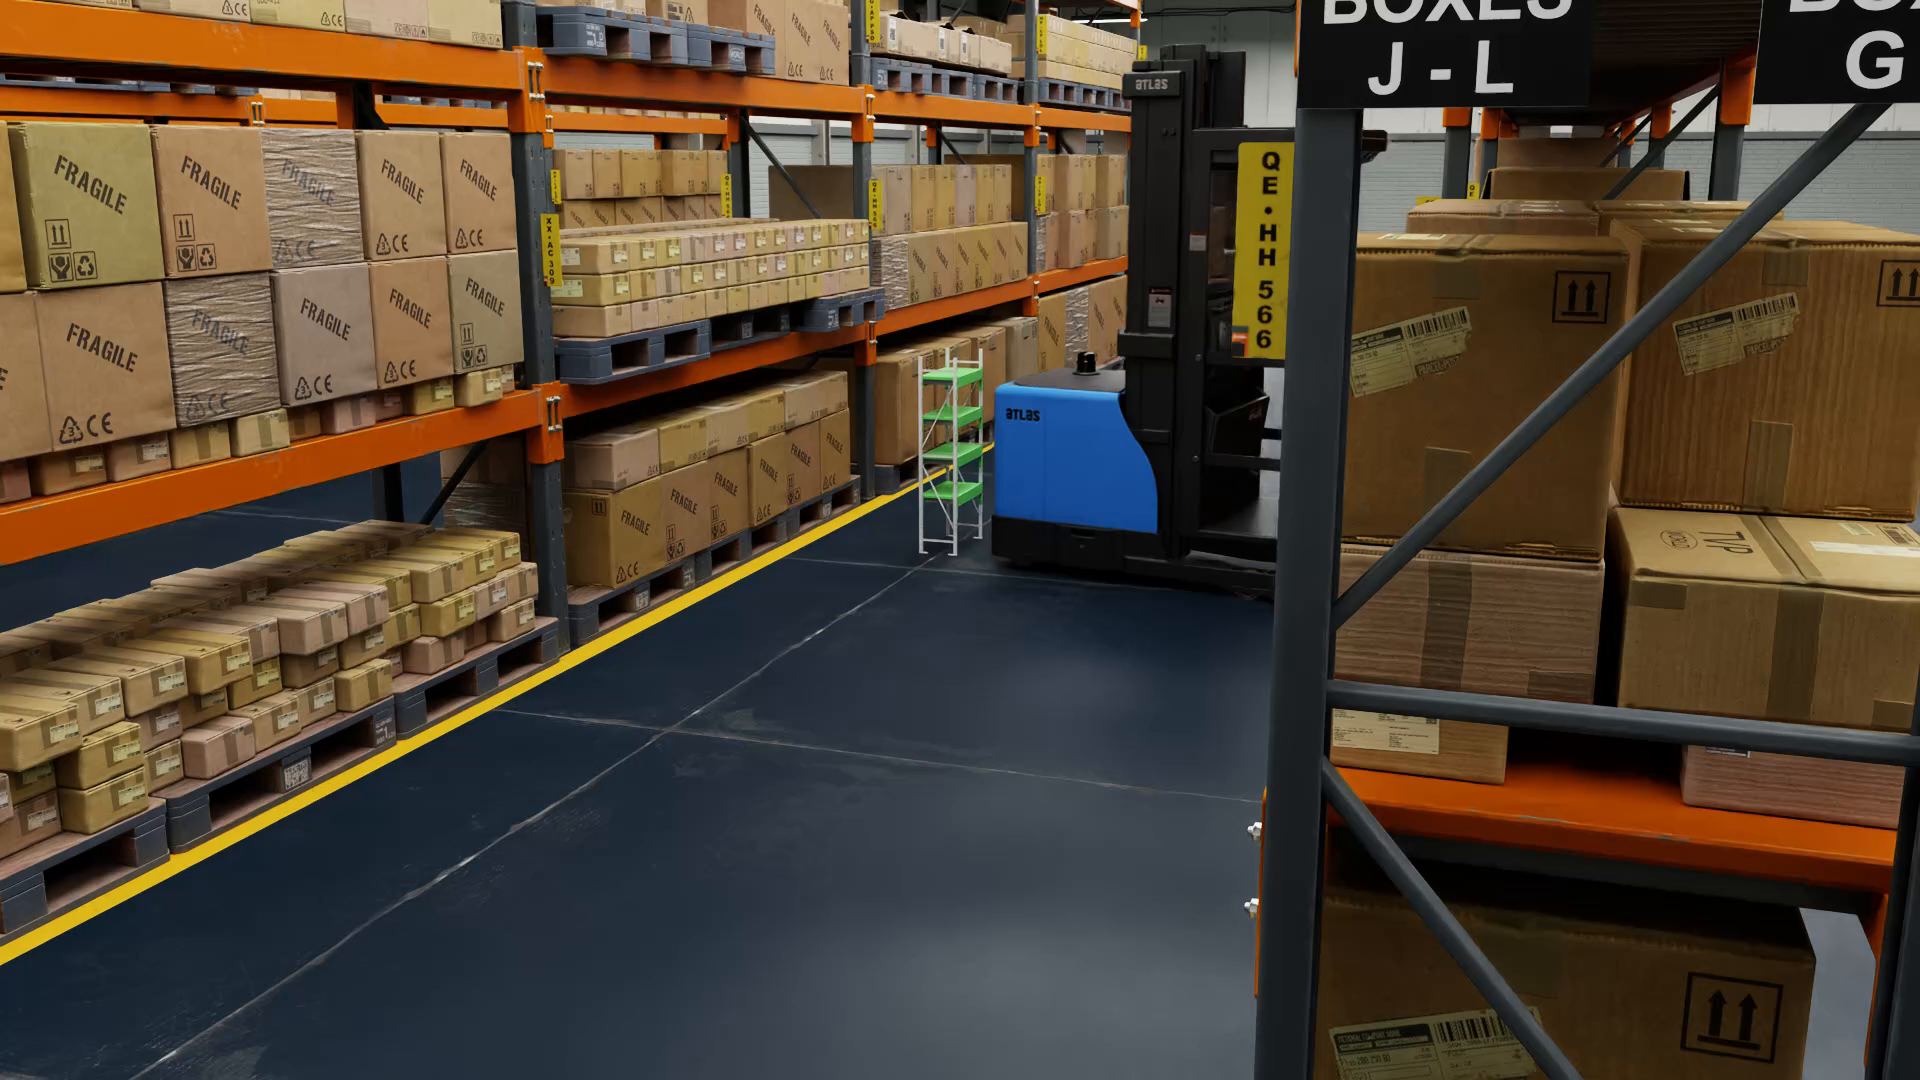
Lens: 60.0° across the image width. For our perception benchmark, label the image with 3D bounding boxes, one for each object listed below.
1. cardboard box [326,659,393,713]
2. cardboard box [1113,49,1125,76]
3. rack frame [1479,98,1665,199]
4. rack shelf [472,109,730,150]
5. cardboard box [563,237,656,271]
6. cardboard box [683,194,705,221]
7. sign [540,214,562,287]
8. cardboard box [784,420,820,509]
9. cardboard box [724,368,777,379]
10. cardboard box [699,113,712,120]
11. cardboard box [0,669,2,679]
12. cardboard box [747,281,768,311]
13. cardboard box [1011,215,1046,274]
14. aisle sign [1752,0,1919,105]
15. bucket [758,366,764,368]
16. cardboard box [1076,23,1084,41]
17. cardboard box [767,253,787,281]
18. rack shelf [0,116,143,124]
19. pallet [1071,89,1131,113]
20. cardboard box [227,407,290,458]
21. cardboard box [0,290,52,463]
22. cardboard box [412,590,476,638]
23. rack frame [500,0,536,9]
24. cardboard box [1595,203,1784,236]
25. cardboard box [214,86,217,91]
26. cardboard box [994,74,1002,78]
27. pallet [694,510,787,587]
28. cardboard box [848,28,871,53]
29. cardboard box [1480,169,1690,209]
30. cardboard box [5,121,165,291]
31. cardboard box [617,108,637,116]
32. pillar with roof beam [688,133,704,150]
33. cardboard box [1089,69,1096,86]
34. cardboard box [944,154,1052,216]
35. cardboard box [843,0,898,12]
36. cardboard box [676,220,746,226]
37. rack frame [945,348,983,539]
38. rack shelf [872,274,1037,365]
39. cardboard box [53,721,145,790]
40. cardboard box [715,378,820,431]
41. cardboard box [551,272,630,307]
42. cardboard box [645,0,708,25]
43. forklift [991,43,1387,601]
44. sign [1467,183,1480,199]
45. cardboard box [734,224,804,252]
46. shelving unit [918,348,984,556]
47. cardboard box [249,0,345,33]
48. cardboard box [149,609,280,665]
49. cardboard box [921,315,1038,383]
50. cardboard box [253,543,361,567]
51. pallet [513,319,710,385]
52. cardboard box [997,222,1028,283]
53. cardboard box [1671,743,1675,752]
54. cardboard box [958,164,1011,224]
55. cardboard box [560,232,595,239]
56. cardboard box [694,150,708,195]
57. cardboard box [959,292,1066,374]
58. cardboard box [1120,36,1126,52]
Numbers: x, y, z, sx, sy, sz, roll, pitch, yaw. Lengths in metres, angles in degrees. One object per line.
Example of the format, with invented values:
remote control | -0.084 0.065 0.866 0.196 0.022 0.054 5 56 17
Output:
cardboard box | -2.526 0.571 6.707 0.380 0.149 0.250 4 14 18
cardboard box | 1.439 -5.025 17.522 0.500 0.250 0.500 4 14 19
rack frame | 3.568 -1.403 9.893 1.000 3.000 0.127 4 14 18
rack shelf | -3.867 -4.491 18.300 1.077 0.370 4.000 4 14 18
cardboard box | -1.739 -1.420 8.253 0.380 0.149 0.250 5 14 20
cardboard box | -3.302 -3.755 19.307 0.500 0.500 0.500 4 14 19
sign | -1.871 -1.324 7.600 0.100 0.325 0.005 4 14 18
cardboard box | -1.229 -0.501 10.615 0.500 0.500 0.500 5 14 21
cardboard box | -1.545 -1.005 11.139 0.500 0.250 0.500 4 13 16
cardboard box | -3.121 -4.991 19.436 0.380 0.149 0.250 4 14 19
cardboard box | -3.506 0.506 5.655 0.380 0.149 0.250 4 13 16
cardboard box | -1.322 -1.399 9.498 0.380 0.149 0.250 4 13 16
cardboard box | 0.310 -2.775 15.568 0.875 0.550 0.550 4 14 18
aisle sign | 1.240 -0.949 2.063 0.394 0.787 0.004 4 14 18
bucket | -1.936 -1.963 16.289 0.726 0.611 0.620 10 26 38
cardboard box | 0.969 -4.873 15.958 0.380 0.149 0.250 5 14 19
cardboard box | -1.237 -1.600 9.709 0.380 0.149 0.250 5 14 20
rack shelf | -9.860 -4.006 16.173 1.077 0.370 4.000 4 14 18
pallet | 1.266 -4.728 17.919 1.003 0.211 1.213 4 14 18
cardboard box | -2.695 -0.405 6.087 0.380 0.149 0.250 5 14 20
cardboard box | -3.125 -0.480 4.955 0.500 0.500 0.500 4 14 19
cardboard box | -2.333 0.306 7.201 0.380 0.149 0.250 4 13 16
rack frame | -2.387 -3.864 7.193 1.000 3.000 0.127 4 14 18
cardboard box | 2.212 -0.777 5.134 0.500 0.500 0.500 4 14 19
cardboard box | -5.906 -3.538 13.070 0.380 0.149 0.250 4 14 18
cardboard box | 0.181 -4.424 15.785 0.380 0.149 0.250 5 14 19
pallet | -1.743 -0.001 10.019 1.003 0.211 1.213 4 14 18
cardboard box | -0.833 -3.433 11.445 0.380 0.149 0.250 4 13 16
cardboard box | 2.473 -1.233 6.672 0.797 0.503 0.637 4 13 17
cardboard box | -2.938 -1.068 5.286 0.500 0.500 0.500 4 13 17
cardboard box | -3.682 -4.612 17.775 0.380 0.149 0.250 4 13 17
pillar with roof beam | -1.040 -9.217 30.648 9.100 9.000 0.400 4 14 18
cardboard box | 1.133 -4.589 16.509 0.380 0.149 0.250 5 14 19
cardboard box | 0.354 -3.298 15.433 0.875 0.550 0.550 4 14 18
cardboard box | -0.795 -3.932 12.840 0.500 0.500 0.500 4 14 18
cardboard box | -1.593 -1.962 10.627 0.380 0.149 0.250 4 14 18
rack frame | 0.025 -0.601 10.427 0.240 1.200 0.015 4 14 18
rack shelf | -0.445 -1.852 13.476 1.077 0.370 4.000 4 14 18
cardboard box | -2.945 0.694 5.502 0.380 0.149 0.250 5 14 20
cardboard box | -1.219 -0.863 10.516 0.500 0.250 0.500 5 14 19
cardboard box | -1.824 -1.216 8.027 0.380 0.149 0.250 5 14 19
cardboard box | -1.762 -2.972 8.852 0.797 0.503 0.637 4 14 18
forklift | 1.734 -1.217 9.235 3.031 2.935 1.130 7 14 27
sign | 3.052 -1.966 9.935 0.100 0.325 0.005 4 14 18
cardboard box | -1.152 -1.803 9.929 0.380 0.149 0.250 4 14 18
shelving unit | -0.054 -0.550 10.202 0.258 1.200 0.503 4 14 18
cardboard box | -2.626 -1.994 6.080 0.500 0.250 0.500 4 14 18
cardboard box | -2.792 0.374 6.234 0.380 0.149 0.250 4 14 19
cardboard box | 0.086 -1.594 14.843 1.050 0.750 0.750 4 14 18
cardboard box | -2.874 0.124 7.329 0.380 0.149 0.250 4 14 18
pallet | -2.002 -0.996 8.541 1.003 0.211 1.213 4 14 18
cardboard box | 0.286 -2.543 14.664 0.500 0.500 0.500 4 14 18
cardboard box | 1.488 0.299 3.002 0.380 0.149 0.250 4 13 18
cardboard box | 0.047 -3.055 14.659 0.700 0.500 0.500 4 13 17
cardboard box | -2.185 -1.576 8.936 0.380 0.149 0.250 4 14 18
cardboard box | -3.350 -4.253 19.239 0.700 0.500 0.500 4 14 19
cardboard box | 0.472 -1.920 15.989 0.875 0.875 0.875 5 14 19
cardboard box | 1.543 -5.246 17.594 0.380 0.149 0.250 5 14 19
